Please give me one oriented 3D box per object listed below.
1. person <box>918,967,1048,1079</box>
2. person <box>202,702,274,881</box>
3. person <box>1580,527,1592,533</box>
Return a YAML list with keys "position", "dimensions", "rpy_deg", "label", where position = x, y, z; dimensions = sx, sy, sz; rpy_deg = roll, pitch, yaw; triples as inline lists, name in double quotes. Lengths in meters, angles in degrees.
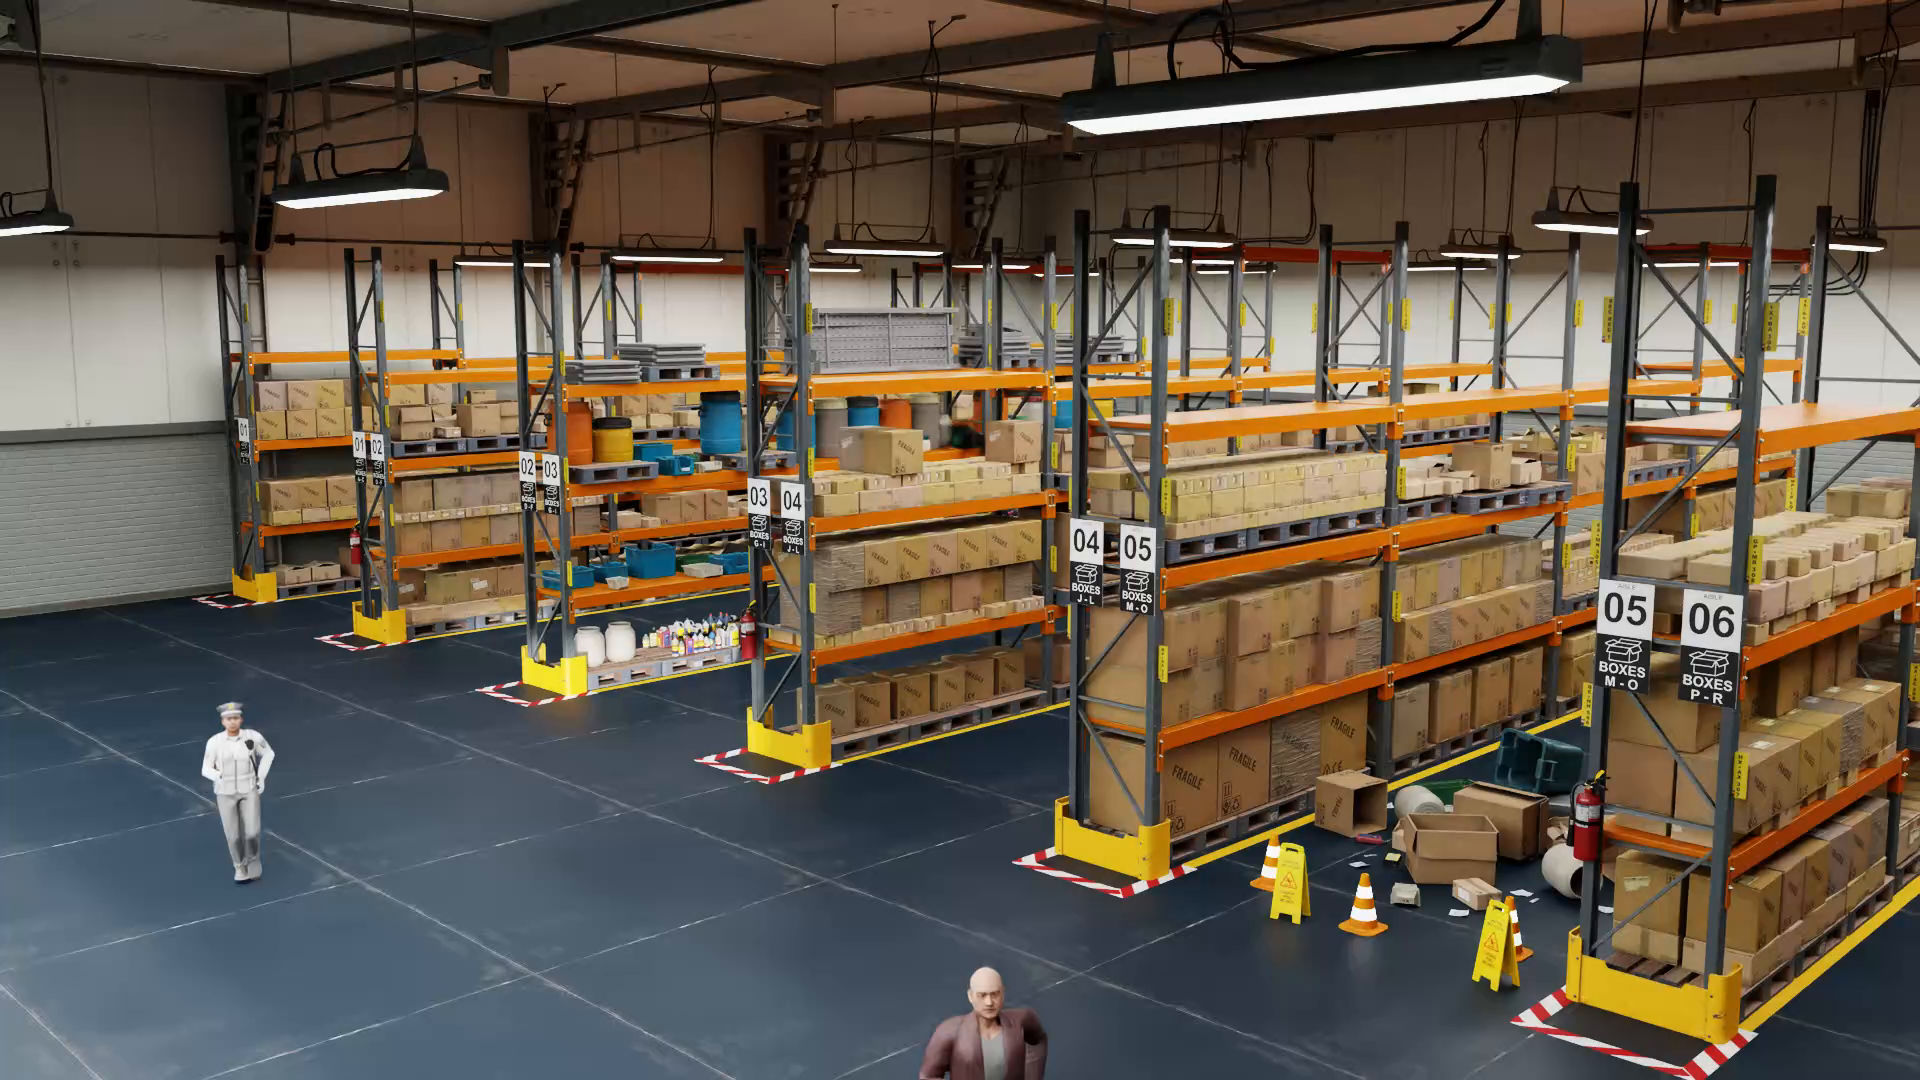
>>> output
- position: [0.138, 3.067, 8.579]
  dimensions: [0.710, 1.782, 1.048]
  rpy_deg: [-1, 8, -7]
  label: "person"
- position: [-6.402, 2.252, 14.778]
  dimensions: [0.591, 1.656, 0.598]
  rpy_deg: [-3, 9, -21]
  label: "person"
- position: [10.028, 0.625, 26.491]
  dimensions: [0.803, 1.680, 0.617]
  rpy_deg: [-5, 10, -34]
  label: "person"
